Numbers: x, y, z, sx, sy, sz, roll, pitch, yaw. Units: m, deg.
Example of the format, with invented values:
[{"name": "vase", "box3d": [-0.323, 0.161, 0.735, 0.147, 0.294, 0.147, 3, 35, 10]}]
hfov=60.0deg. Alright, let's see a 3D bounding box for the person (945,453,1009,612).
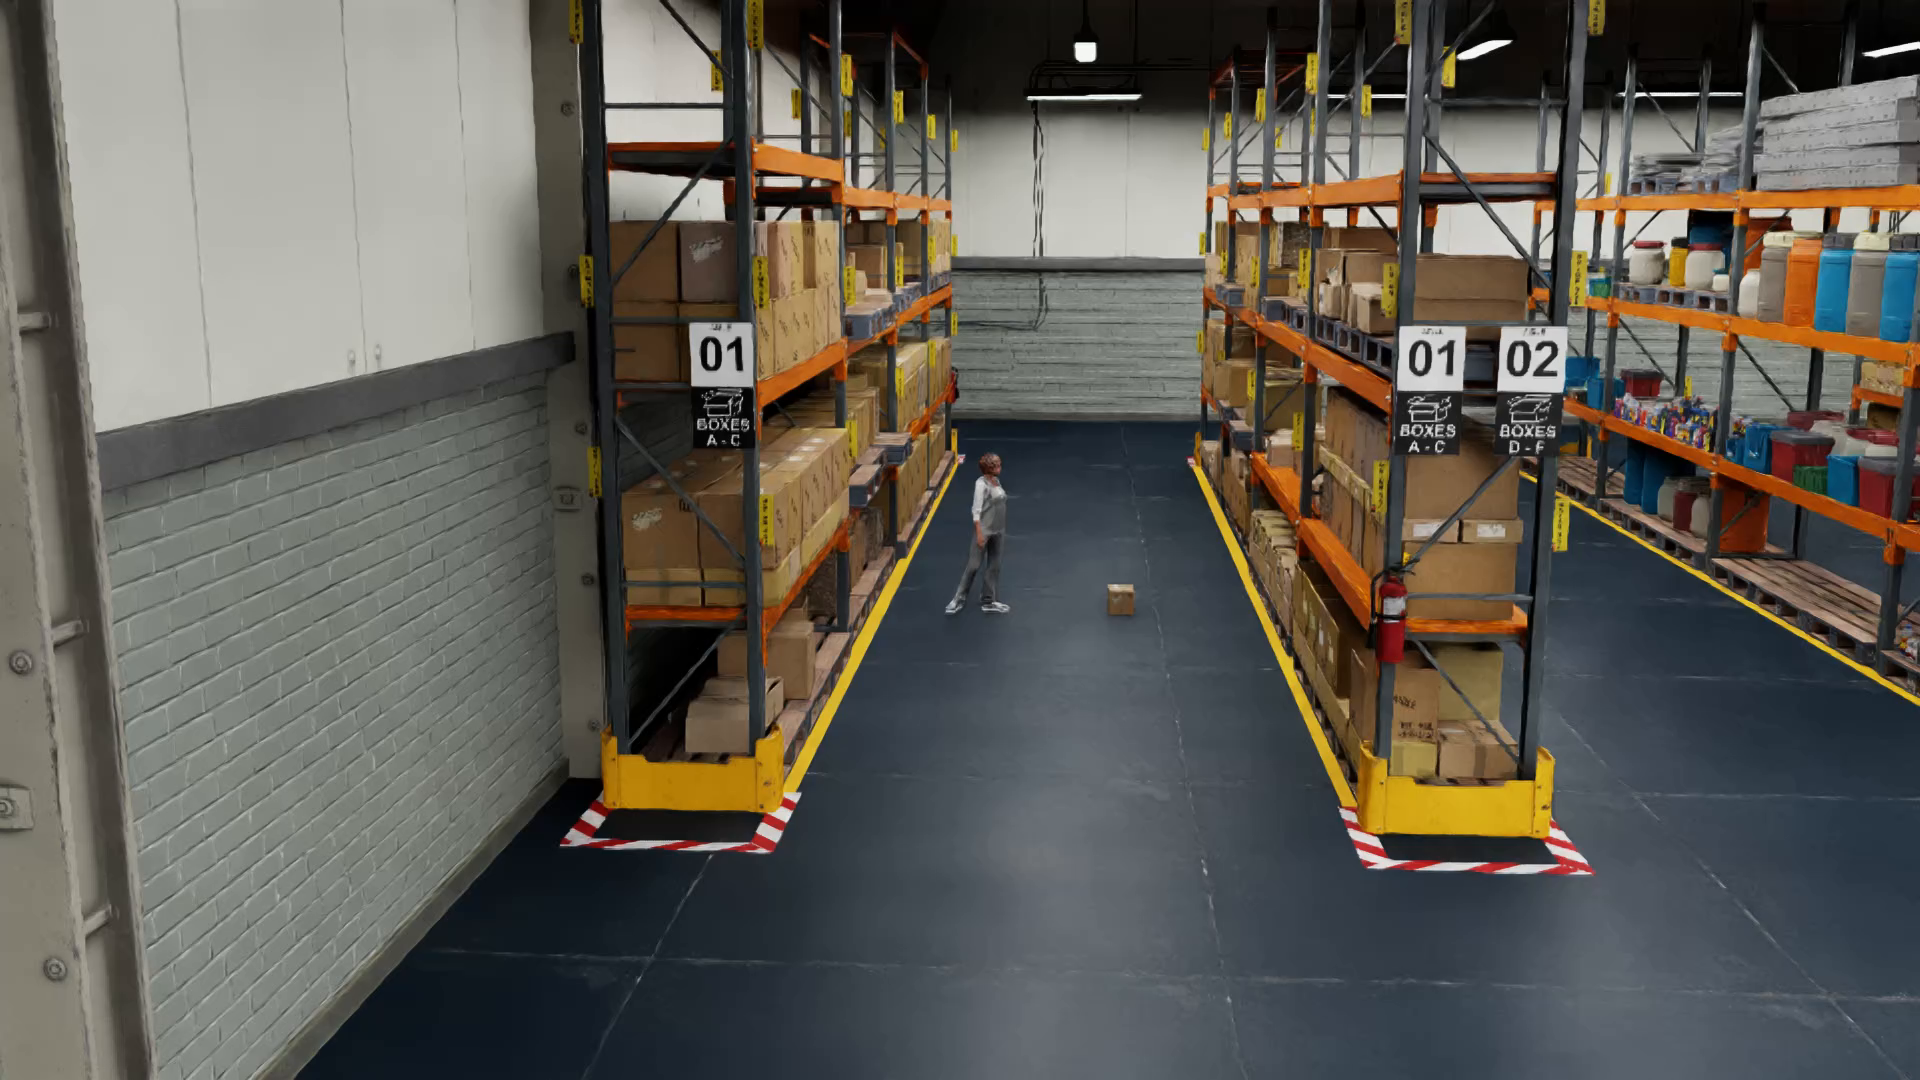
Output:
[{"name": "person", "box3d": [0.168, -0.056, 16.254, 0.449, 1.589, 0.592, 8, 14, 36]}]
